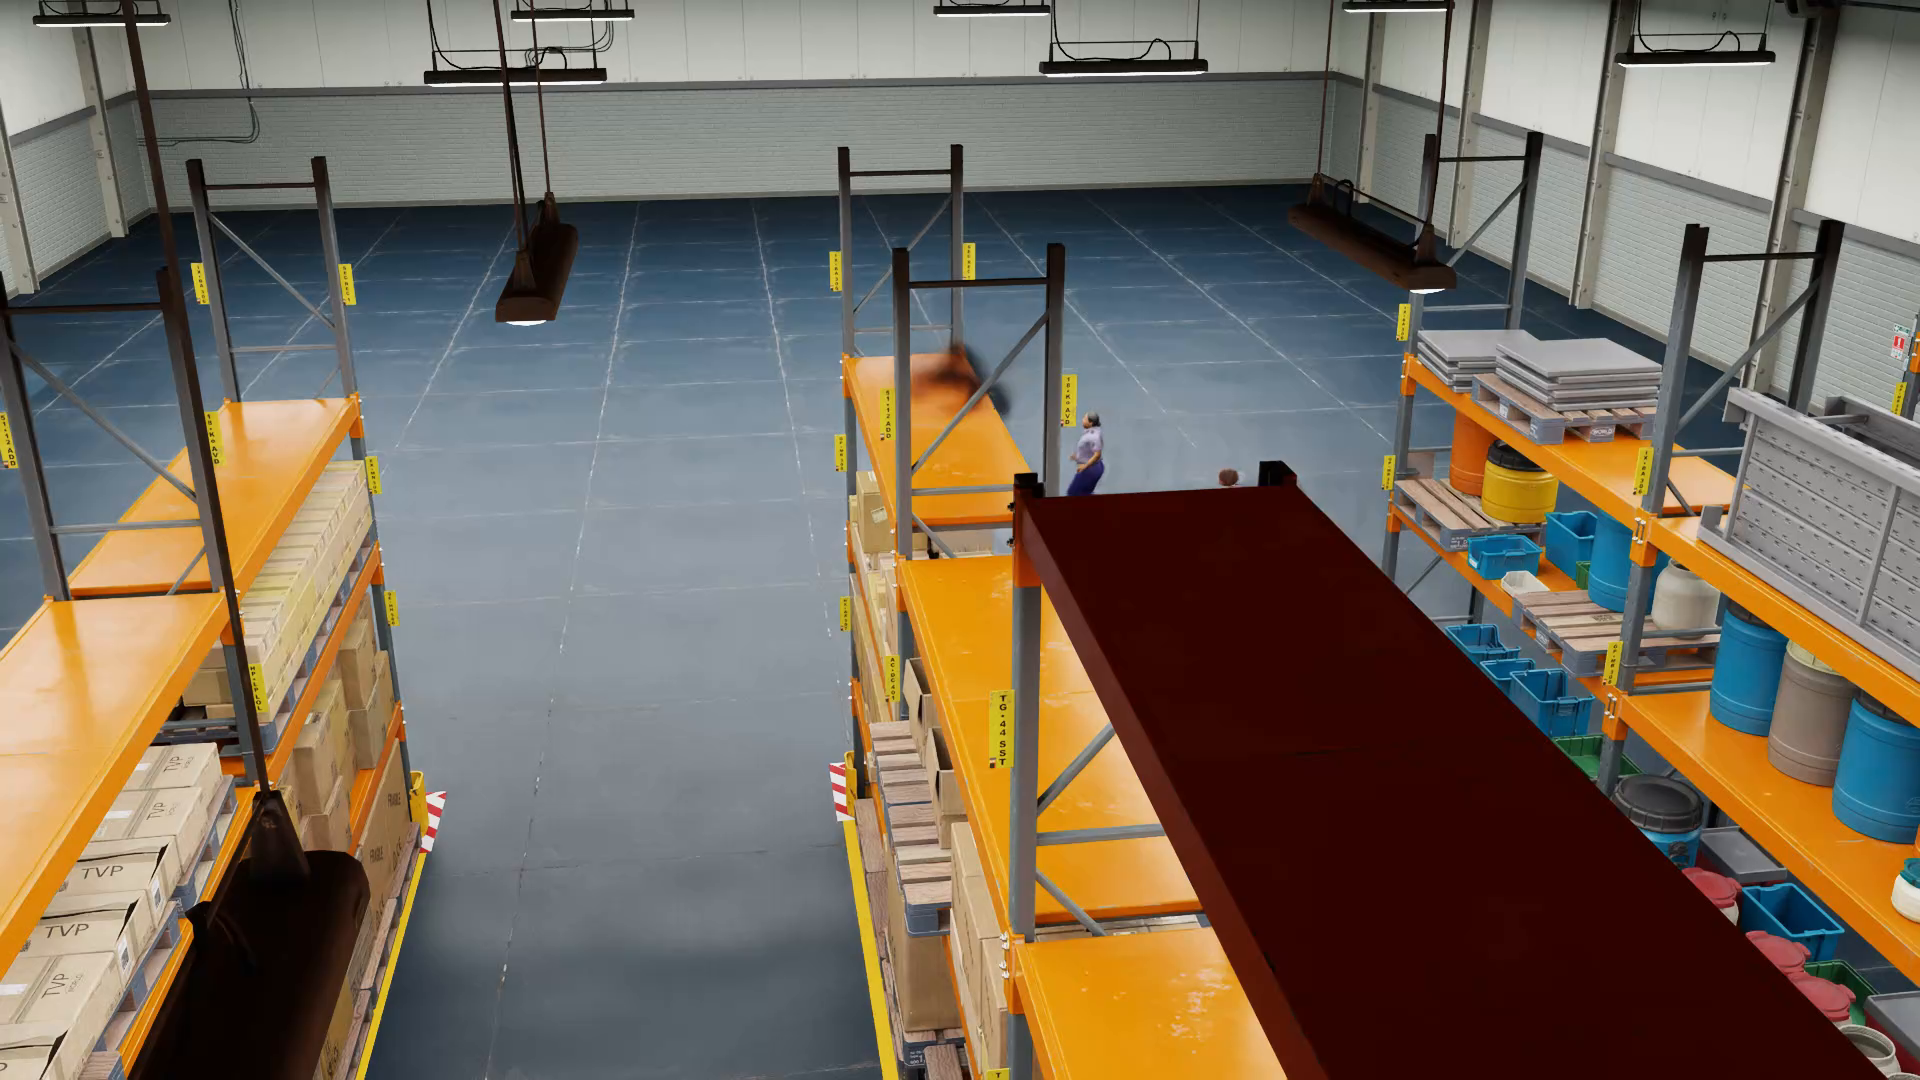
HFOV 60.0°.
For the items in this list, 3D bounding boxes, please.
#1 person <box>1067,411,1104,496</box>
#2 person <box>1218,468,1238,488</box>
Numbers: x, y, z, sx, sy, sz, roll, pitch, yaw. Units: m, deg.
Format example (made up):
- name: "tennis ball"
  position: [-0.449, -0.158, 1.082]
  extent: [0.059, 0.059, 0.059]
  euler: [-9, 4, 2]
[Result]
- name: "person"
  position: [1.664, -0.911, 21.762]
  extent: [0.536, 1.602, 0.581]
  euler: [5, 22, 12]
- name: "person"
  position: [3.133, -0.103, 19.671]
  extent: [0.879, 1.594, 0.532]
  euler: [7, 23, 17]
